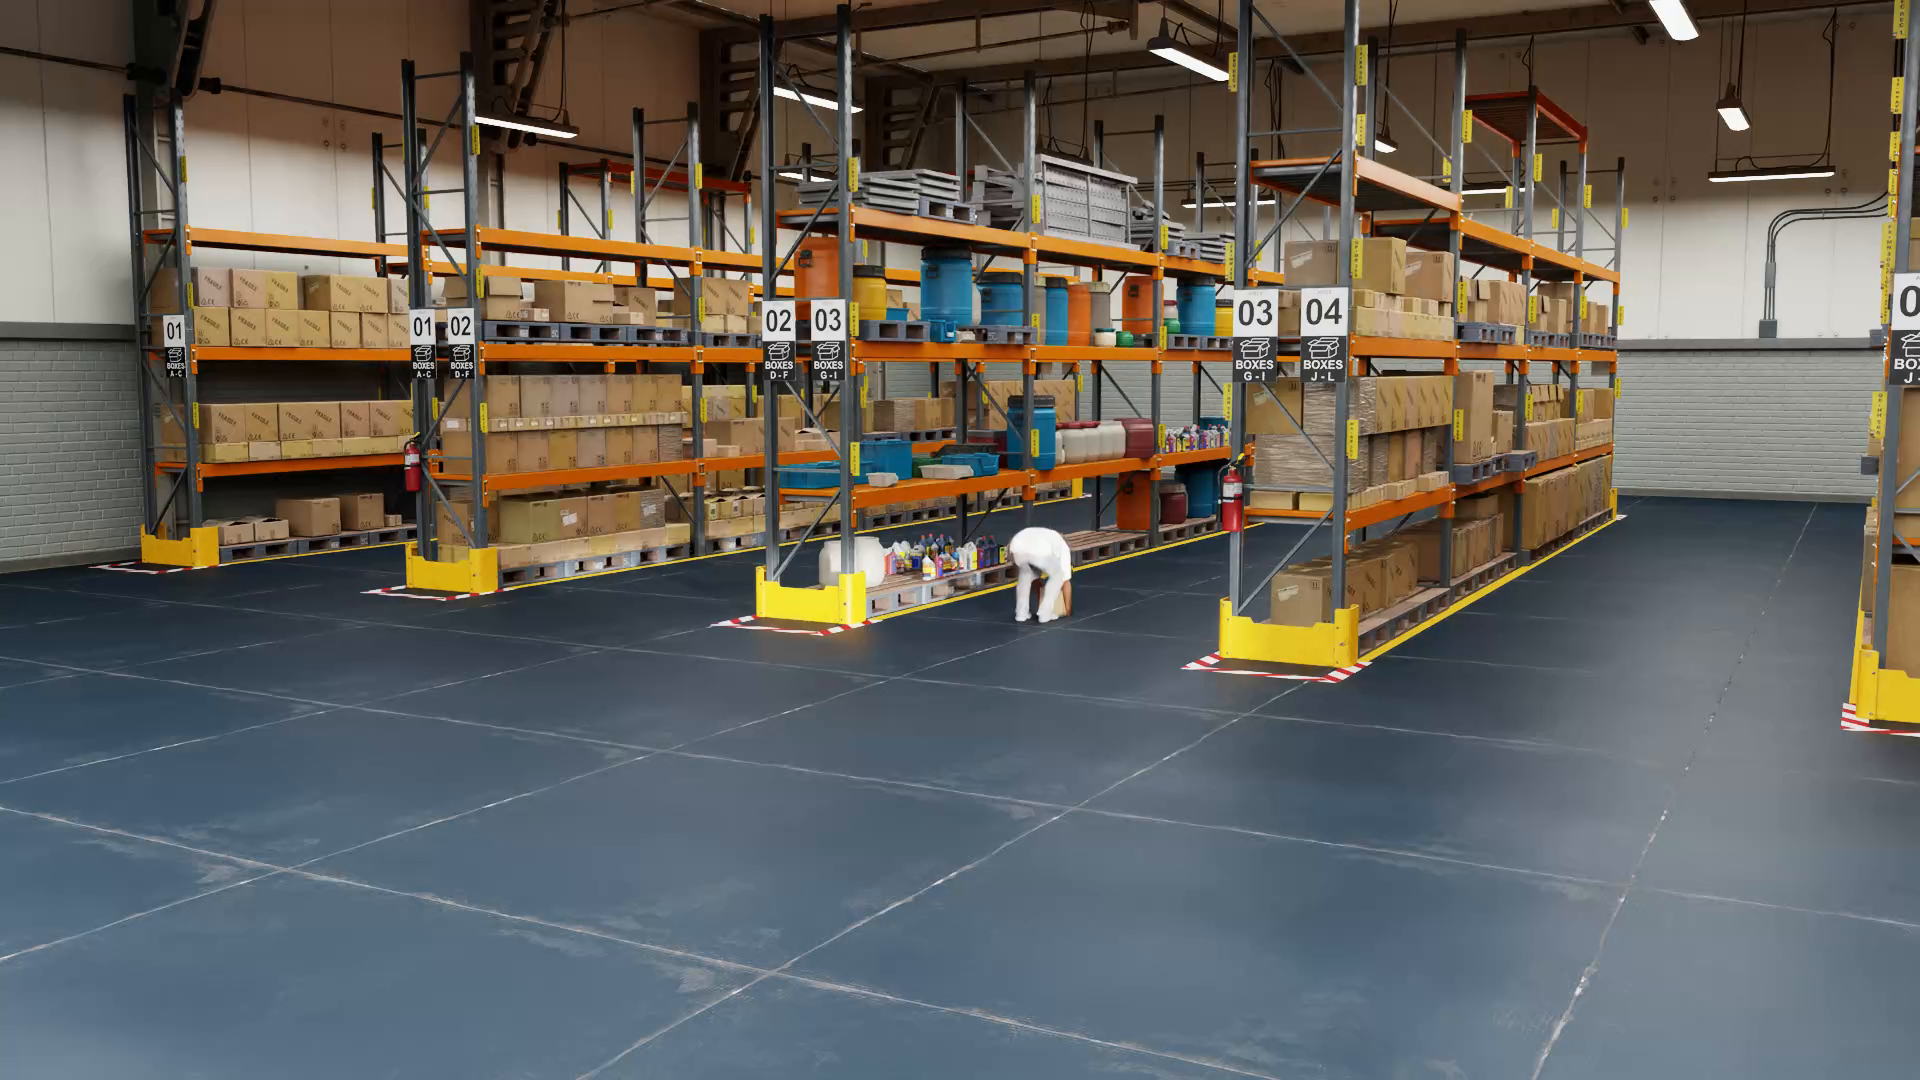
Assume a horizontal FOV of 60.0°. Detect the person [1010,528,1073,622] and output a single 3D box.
[{"bbox_3d":[0.838,0.325,16.888,0.499,0.939,0.975,3,7,26],"label":"person"}]
